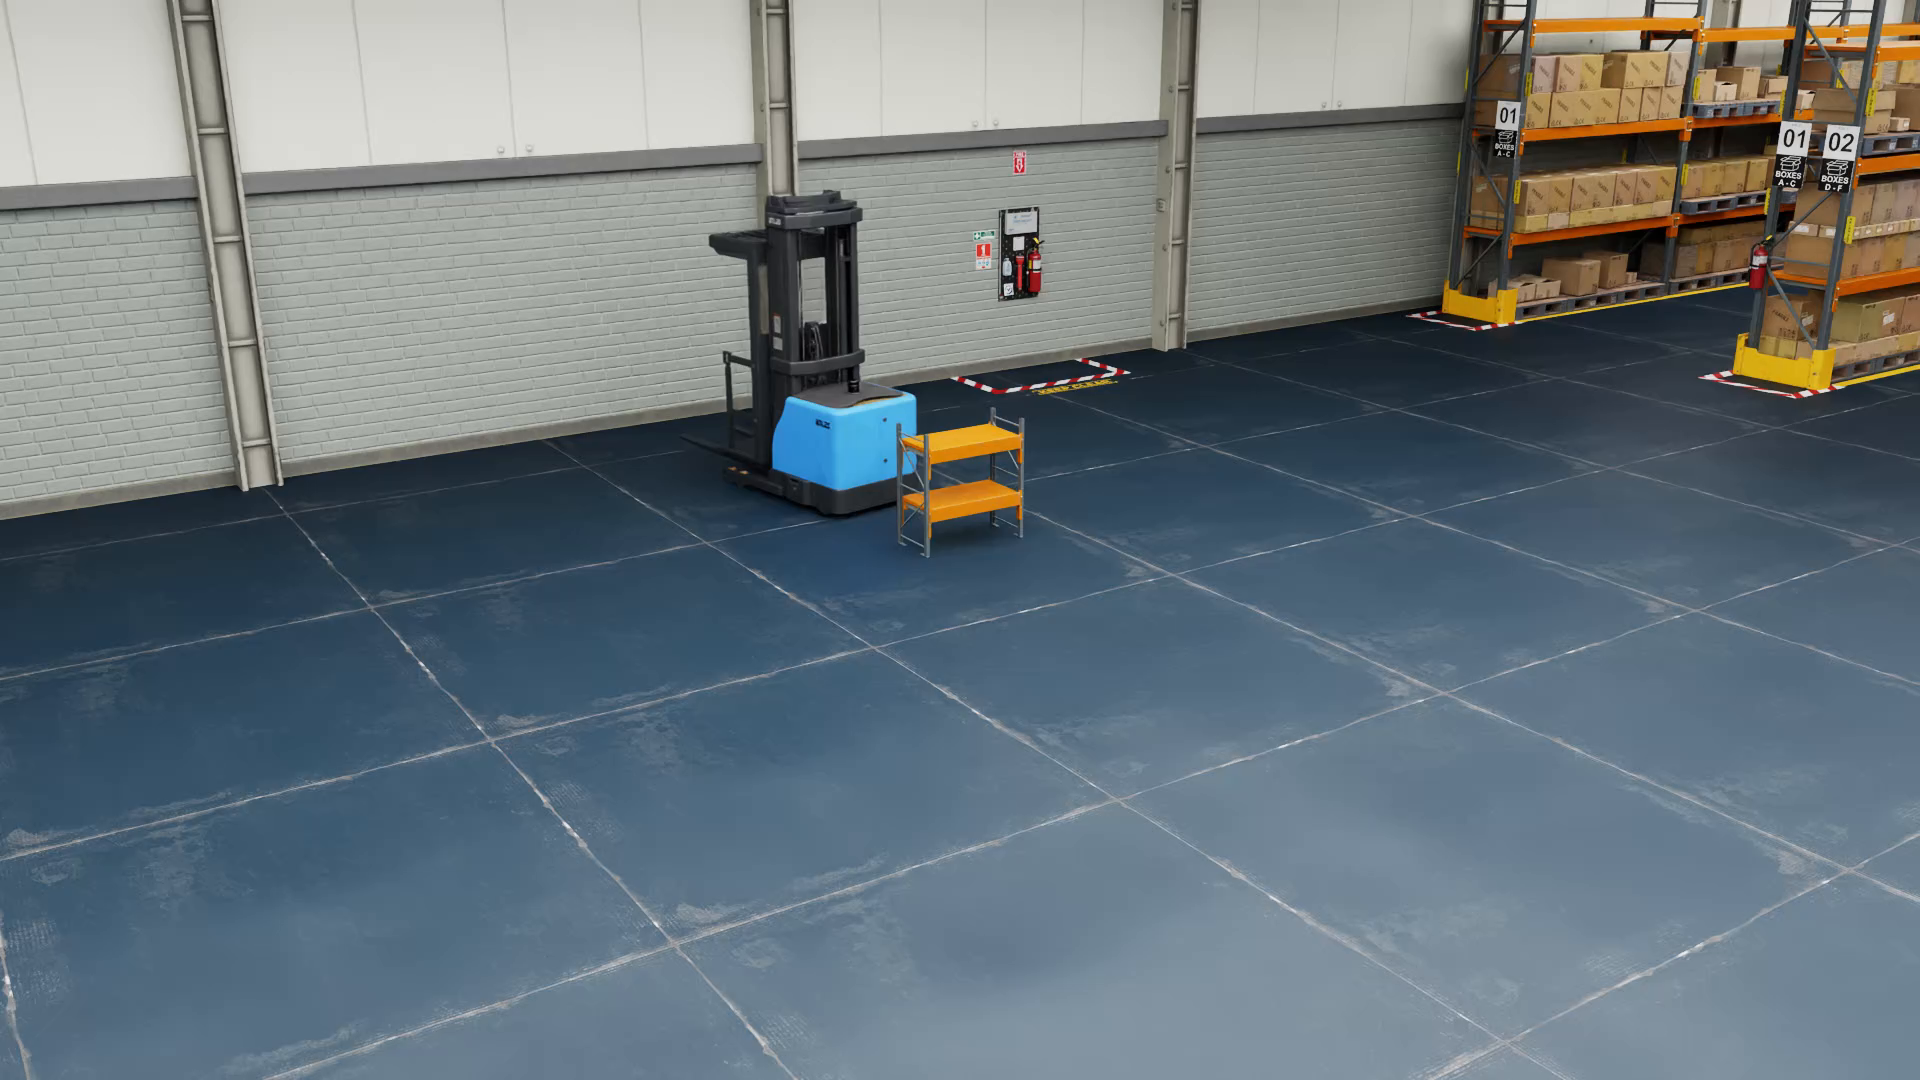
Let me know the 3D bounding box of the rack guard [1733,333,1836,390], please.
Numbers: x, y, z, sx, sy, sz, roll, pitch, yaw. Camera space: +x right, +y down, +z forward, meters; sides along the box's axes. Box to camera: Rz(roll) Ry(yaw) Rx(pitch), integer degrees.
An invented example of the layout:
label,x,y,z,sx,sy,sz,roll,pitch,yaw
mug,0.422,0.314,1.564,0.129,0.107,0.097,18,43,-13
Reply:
label,x,y,z,sx,sy,sz,roll,pitch,yaw
rack guard,10.514,-2.289,21.235,0.348,0.500,1.175,-12,22,-31

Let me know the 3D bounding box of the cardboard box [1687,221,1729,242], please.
label,x,y,z,sx,sy,sz,roll,pitch,yaw
cardboard box,12.551,-5.191,27.961,0.500,0.250,0.500,-13,22,-33

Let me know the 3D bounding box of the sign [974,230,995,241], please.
label,x,y,z,sx,sy,sz,roll,pitch,yaw
sign,0.309,-3.871,21.128,0.331,0.109,0.001,-12,22,-31

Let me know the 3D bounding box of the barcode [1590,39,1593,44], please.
label,x,y,z,sx,sy,sz,roll,pitch,yaw
barcode,9.749,-7.697,25.680,0.075,0.075,0.001,-12,22,-31

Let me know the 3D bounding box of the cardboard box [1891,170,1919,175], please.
label,x,y,z,sx,sy,sz,roll,pitch,yaw
cardboard box,12.667,-4.587,21.946,0.500,0.500,0.700,-12,22,-31

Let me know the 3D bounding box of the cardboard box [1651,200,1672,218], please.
label,x,y,z,sx,sy,sz,roll,pitch,yaw
cardboard box,10.918,-5.280,26.382,0.500,0.250,0.500,-12,22,-31

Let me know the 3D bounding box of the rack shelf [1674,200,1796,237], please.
label,x,y,z,sx,sy,sz,roll,pitch,yaw
rack shelf,12.817,-5.518,28.005,4.000,0.370,1.077,-12,22,-31

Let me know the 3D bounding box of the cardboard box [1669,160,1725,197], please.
label,x,y,z,sx,sy,sz,roll,pitch,yaw
cardboard box,12.061,-5.939,27.285,0.500,0.500,0.700,-9,21,-26

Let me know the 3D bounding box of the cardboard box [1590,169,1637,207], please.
label,x,y,z,sx,sy,sz,roll,pitch,yaw
cardboard box,10.082,-5.459,25.740,0.500,0.500,0.500,-13,22,-33

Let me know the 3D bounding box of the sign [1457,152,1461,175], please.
label,x,y,z,sx,sy,sz,roll,pitch,yaw
sign,7.518,-5.652,24.978,0.005,0.325,0.100,-12,22,-31

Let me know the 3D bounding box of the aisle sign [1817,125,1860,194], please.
label,x,y,z,sx,sy,sz,roll,pitch,yaw
aisle sign,10.647,-4.615,20.154,0.004,0.787,0.394,-12,22,-31

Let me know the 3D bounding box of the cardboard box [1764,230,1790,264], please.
label,x,y,z,sx,sy,sz,roll,pitch,yaw
cardboard box,13.915,-5.094,28.846,0.500,0.500,0.700,-12,22,-31

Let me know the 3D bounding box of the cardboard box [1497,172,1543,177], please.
label,x,y,z,sx,sy,sz,roll,pitch,yaw
cardboard box,8.509,-5.321,25.333,0.500,0.500,0.500,-12,22,-31

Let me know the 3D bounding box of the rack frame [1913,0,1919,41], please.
label,x,y,z,sx,sy,sz,roll,pitch,yaw
rack frame,17.828,-9.757,30.056,0.127,3.000,1.000,-12,22,-31

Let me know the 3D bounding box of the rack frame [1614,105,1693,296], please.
label,x,y,z,sx,sy,sz,roll,pitch,yaw
rack frame,11.147,-5.506,26.848,0.127,3.000,1.000,-12,22,-31

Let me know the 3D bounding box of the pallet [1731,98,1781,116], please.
label,x,y,z,sx,sy,sz,roll,pitch,yaw
pallet,12.586,-7.102,27.178,1.003,0.211,1.213,-12,22,-31

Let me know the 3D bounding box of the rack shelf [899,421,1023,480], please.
label,x,y,z,sx,sy,sz,roll,pitch,yaw
rack shelf,0.006,-0.811,14.974,1.000,0.278,0.538,-12,22,-31

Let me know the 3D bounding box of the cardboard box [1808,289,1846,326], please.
label,x,y,z,sx,sy,sz,roll,pitch,yaw
cardboard box,11.645,-3.083,22.147,0.500,0.500,0.500,-12,22,-31

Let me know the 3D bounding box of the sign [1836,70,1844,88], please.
label,x,y,z,sx,sy,sz,roll,pitch,yaw
sign,14.784,-7.731,27.939,0.005,0.325,0.100,-12,22,-31

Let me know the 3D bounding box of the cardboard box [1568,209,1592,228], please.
label,x,y,z,sx,sy,sz,roll,pitch,yaw
cardboard box,9.243,-4.925,25.331,0.500,0.250,0.500,-12,22,-32

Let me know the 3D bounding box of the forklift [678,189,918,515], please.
label,x,y,z,sx,sy,sz,roll,pitch,yaw
forklift,-1.771,-2.019,16.640,1.130,2.935,3.031,-16,25,-40

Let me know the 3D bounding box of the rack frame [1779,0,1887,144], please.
label,x,y,z,sx,sy,sz,roll,pitch,yaw
rack frame,10.534,-6.319,19.886,0.127,3.000,1.000,-12,22,-31

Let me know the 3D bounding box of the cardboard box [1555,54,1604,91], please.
label,x,y,z,sx,sy,sz,roll,pitch,yaw
cardboard box,9.130,-6.924,24.610,0.500,0.500,0.500,-11,22,-30

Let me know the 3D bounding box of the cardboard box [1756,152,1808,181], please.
label,x,y,z,sx,sy,sz,roll,pitch,yaw
cardboard box,14.101,-6.381,28.593,0.500,0.500,0.700,-15,24,-38

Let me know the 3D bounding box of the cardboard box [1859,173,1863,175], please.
label,x,y,z,sx,sy,sz,roll,pitch,yaw
cardboard box,15.477,-6.515,29.182,0.500,0.500,0.500,-11,22,-30

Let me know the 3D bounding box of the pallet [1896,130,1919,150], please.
label,x,y,z,sx,sy,sz,roll,pitch,yaw
pallet,12.158,-5.190,21.368,1.213,0.211,1.003,-12,22,-31

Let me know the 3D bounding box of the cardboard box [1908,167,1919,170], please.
label,x,y,z,sx,sy,sz,roll,pitch,yaw
cardboard box,17.161,-6.872,30.236,0.500,0.500,0.500,-12,22,-31

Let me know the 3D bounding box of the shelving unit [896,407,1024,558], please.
label,x,y,z,sx,sy,sz,roll,pitch,yaw
shelving unit,0.006,-0.534,15.068,1.048,1.125,0.538,-12,22,-31

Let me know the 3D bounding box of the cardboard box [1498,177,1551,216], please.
label,x,y,z,sx,sy,sz,roll,pitch,yaw
cardboard box,8.370,-5.099,24.676,0.500,0.500,0.500,-12,22,-31

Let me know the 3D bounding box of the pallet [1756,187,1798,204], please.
label,x,y,z,sx,sy,sz,roll,pitch,yaw
pallet,13.951,-5.966,28.507,1.003,0.211,1.213,-12,22,-31

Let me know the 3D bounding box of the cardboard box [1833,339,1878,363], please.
label,x,y,z,sx,sy,sz,roll,pitch,yaw
cardboard box,11.520,-2.498,21.587,0.500,0.250,0.500,-12,22,-31

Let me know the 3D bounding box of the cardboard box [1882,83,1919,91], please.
label,x,y,z,sx,sy,sz,roll,pitch,yaw
cardboard box,12.430,-5.661,21.586,0.637,0.503,0.797,-9,21,-25

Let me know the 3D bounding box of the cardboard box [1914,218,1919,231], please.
label,x,y,z,sx,sy,sz,roll,pitch,yaw
cardboard box,12.264,-4.114,21.561,0.250,0.149,0.380,-12,22,-31

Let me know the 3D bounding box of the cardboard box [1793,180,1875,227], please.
label,x,y,z,sx,sy,sz,roll,pitch,yaw
cardboard box,10.975,-4.227,20.884,0.500,0.500,0.700,-12,22,-31

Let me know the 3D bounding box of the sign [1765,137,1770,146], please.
label,x,y,z,sx,sy,sz,roll,pitch,yaw
sign,14.180,-6.907,29.184,0.005,0.325,0.100,-12,22,-31

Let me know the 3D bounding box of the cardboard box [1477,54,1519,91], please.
label,x,y,z,sx,sy,sz,roll,pitch,yaw
cardboard box,8.022,-6.899,24.536,0.500,0.500,0.500,-11,21,-29

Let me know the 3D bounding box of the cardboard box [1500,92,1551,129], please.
label,x,y,z,sx,sy,sz,roll,pitch,yaw
cardboard box,8.223,-6.272,24.241,0.500,0.500,0.500,-11,22,-30

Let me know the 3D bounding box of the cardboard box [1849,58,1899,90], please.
label,x,y,z,sx,sy,sz,roll,pitch,yaw
cardboard box,16.150,-8.280,29.526,0.500,0.500,0.700,-12,22,-31

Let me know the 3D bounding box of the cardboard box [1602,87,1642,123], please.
label,x,y,z,sx,sy,sz,roll,pitch,yaw
cardboard box,9.990,-6.636,25.318,0.500,0.500,0.500,-13,23,-33

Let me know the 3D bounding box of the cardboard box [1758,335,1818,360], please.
label,x,y,z,sx,sy,sz,roll,pitch,yaw
cardboard box,10.819,-2.547,21.733,0.500,0.250,0.500,-12,22,-31

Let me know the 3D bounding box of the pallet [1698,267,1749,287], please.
label,x,y,z,sx,sy,sz,roll,pitch,yaw
pallet,12.816,-4.539,28.341,1.213,0.211,1.003,-12,22,-31

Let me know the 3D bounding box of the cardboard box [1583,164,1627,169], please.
label,x,y,z,sx,sy,sz,roll,pitch,yaw
cardboard box,10.205,-5.683,26.403,0.500,0.500,0.500,-12,22,-32

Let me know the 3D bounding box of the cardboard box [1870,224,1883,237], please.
label,x,y,z,sx,sy,sz,roll,pitch,yaw
cardboard box,11.408,-3.934,21.030,0.250,0.149,0.380,-12,22,-31

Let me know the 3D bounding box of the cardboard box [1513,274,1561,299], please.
label,x,y,z,sx,sy,sz,roll,pitch,yaw
cardboard box,8.910,-3.935,25.711,0.500,0.311,0.500,-10,21,-27

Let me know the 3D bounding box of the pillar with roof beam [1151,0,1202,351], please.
label,x,y,z,sx,sy,sz,roll,pitch,yaw
pillar with roof beam,5.272,-5.790,18.320,0.400,9.000,9.100,-12,22,-31

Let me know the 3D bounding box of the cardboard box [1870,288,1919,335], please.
label,x,y,z,sx,sy,sz,roll,pitch,yaw
cardboard box,12.358,-3.027,21.983,0.500,0.500,0.500,-12,22,-31

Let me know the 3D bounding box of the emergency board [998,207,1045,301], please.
label,x,y,z,sx,sy,sz,roll,pitch,yaw
emergency board,0.819,-3.674,21.430,0.643,1.169,0.194,-12,22,-31

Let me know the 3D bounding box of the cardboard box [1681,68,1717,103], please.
label,x,y,z,sx,sy,sz,roll,pitch,yaw
cardboard box,11.647,-7.248,26.506,0.500,0.500,0.500,-9,20,-24

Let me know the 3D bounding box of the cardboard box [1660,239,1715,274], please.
label,x,y,z,sx,sy,sz,roll,pitch,yaw
cardboard box,12.156,-4.769,27.884,0.500,0.500,0.700,-12,22,-32

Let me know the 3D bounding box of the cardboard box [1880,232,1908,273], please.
label,x,y,z,sx,sy,sz,roll,pitch,yaw
cardboard box,11.784,-3.783,21.595,0.500,0.500,0.700,-12,22,-31
